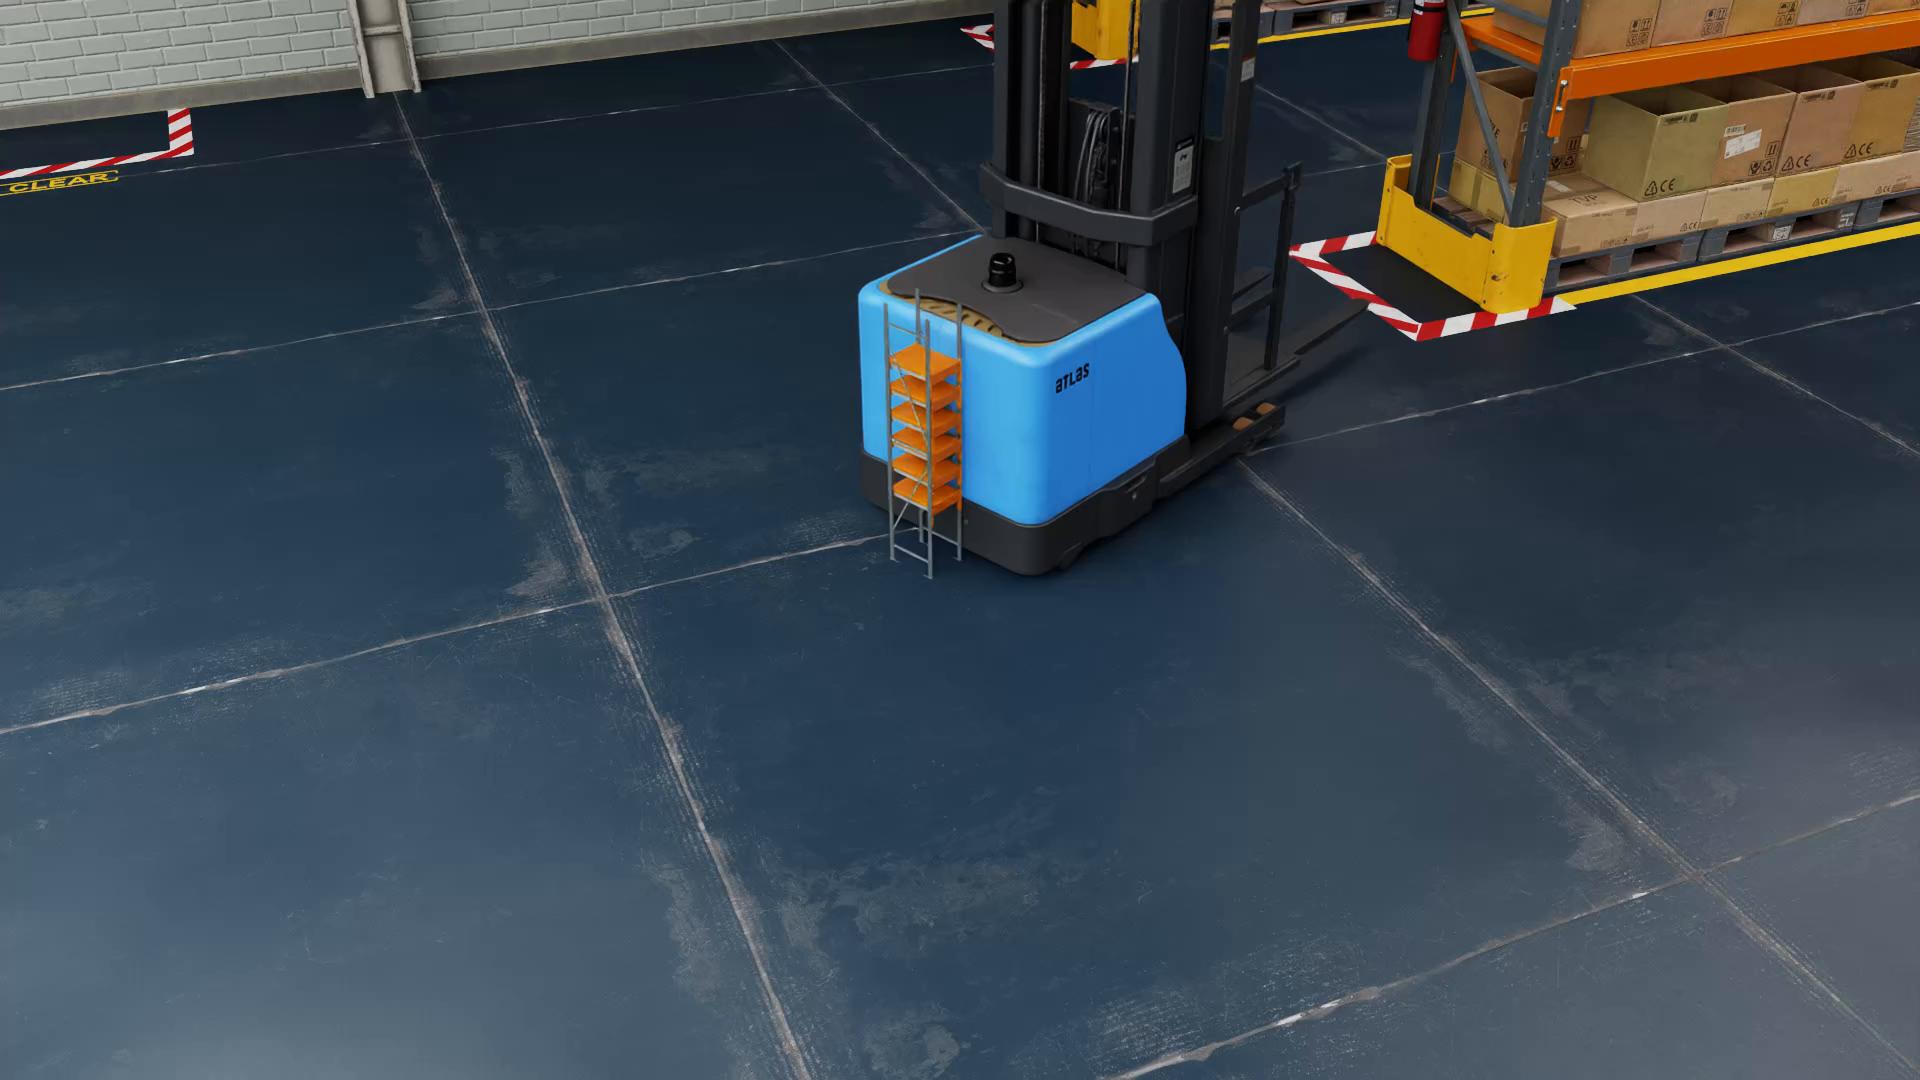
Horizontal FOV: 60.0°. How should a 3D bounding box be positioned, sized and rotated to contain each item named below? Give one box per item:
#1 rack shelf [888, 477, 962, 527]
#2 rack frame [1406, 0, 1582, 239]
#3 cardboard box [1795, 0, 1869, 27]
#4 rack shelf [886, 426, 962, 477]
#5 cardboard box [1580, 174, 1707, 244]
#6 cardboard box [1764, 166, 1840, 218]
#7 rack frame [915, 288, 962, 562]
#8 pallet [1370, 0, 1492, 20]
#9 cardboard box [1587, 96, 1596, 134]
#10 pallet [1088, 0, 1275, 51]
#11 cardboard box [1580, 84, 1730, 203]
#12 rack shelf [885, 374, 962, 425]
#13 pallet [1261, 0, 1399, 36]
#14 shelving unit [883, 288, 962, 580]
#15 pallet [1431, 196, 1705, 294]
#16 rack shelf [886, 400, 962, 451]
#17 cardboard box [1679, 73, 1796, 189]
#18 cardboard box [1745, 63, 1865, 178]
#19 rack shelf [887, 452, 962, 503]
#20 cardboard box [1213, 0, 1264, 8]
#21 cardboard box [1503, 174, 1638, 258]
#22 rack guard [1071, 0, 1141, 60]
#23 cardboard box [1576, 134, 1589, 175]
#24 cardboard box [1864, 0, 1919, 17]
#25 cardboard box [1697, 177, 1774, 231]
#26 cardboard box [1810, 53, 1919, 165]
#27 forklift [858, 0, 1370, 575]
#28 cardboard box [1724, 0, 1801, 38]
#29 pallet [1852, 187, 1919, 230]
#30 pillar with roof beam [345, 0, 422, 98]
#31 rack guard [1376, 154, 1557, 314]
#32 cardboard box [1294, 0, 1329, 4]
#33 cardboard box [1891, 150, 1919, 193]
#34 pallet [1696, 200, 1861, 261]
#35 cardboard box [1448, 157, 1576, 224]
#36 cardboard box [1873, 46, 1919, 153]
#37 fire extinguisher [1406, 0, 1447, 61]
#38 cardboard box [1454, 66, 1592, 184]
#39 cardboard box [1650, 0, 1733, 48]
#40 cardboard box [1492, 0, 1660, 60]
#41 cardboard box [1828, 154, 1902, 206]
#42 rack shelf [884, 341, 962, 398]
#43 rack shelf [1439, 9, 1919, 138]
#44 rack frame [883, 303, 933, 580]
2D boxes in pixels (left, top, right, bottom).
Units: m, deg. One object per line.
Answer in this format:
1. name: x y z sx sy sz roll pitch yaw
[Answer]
1. rack shelf: -0.146 -0.176 6.942 0.258 0.103 0.180 26 41 34
2. rack frame: 2.894 -2.827 8.844 0.127 3.000 1.000 -13 35 -19
3. cardboard box: 4.756 -3.289 9.463 0.500 0.500 0.700 -12 35 -18
4. rack shelf: -0.146 -0.377 6.811 0.258 0.103 0.180 26 41 34
5. cardboard box: 3.934 -1.959 9.647 0.500 0.250 0.500 -13 35 -19
6. cardboard box: 4.858 -2.167 9.967 0.500 0.250 0.500 -13 35 -19
7. rack frame: -0.085 -0.452 6.844 0.240 1.200 0.006 26 41 34
8. pallet: 4.055 -4.833 14.484 1.213 0.211 1.003 -13 35 -19
9. cardboard box: 4.189 -2.646 10.015 0.500 0.500 0.500 -13 35 -19
10. pallet: 1.806 -4.318 13.693 1.213 0.211 1.003 -13 35 -19
11. cardboard box: 3.935 -2.272 9.441 0.500 0.500 0.500 -13 35 -19
12. rack shelf: -0.146 -0.578 6.680 0.258 0.103 0.180 26 41 34
13. pallet: 2.929 -4.573 14.085 1.213 0.211 1.003 -13 35 -19
14. shelving unit: -0.146 -0.414 6.786 0.258 1.200 0.189 26 41 34
15. pallet: 3.583 -1.840 9.885 1.213 0.211 1.003 -13 35 -19
16. rack shelf: -0.146 -0.478 6.745 0.258 0.103 0.180 26 41 34
17. cardboard box: 4.391 -2.384 9.613 0.500 0.500 0.500 -13 35 -19
18. cardboard box: 4.859 -2.481 9.762 0.500 0.500 0.500 -13 35 -19
19. rack shelf: -0.146 -0.277 6.876 0.258 0.103 0.180 26 41 34
20. cardboard box: 2.171 -4.595 13.624 0.500 0.311 0.500 -10 34 -15
21. cardboard box: 3.474 -1.852 9.481 0.500 0.250 0.500 -13 35 -19
22. rack guard: 1.043 -4.285 13.378 0.348 0.500 1.175 -13 35 -19
23. cardboard box: 3.730 -2.224 10.053 0.500 0.250 0.500 -13 35 -19
24. cardboard box: 5.227 -3.398 9.630 0.500 0.500 0.700 -12 35 -18
25. cardboard box: 4.395 -2.064 9.808 0.500 0.250 0.500 -13 35 -19
26. cardboard box: 5.314 -2.594 9.935 0.500 0.500 0.500 -13 35 -19
27. forklift: 0.914 -1.805 7.337 1.130 2.935 3.031 26 41 34
28. cardboard box: 4.272 -3.176 9.289 0.500 0.500 0.700 -13 35 -19
29. pallet: 5.833 -2.356 10.677 1.213 0.211 1.003 -13 35 -19
30. pillar with roof beam: -2.582 -4.983 6.657 0.400 9.000 9.100 -13 35 -19
31. rack guard: 2.872 -1.774 9.518 0.348 0.500 1.175 -13 35 -19
32. cardboard box: 2.867 -4.804 13.772 0.500 0.500 0.700 -15 36 -22
33. cardboard box: 5.774 -2.386 10.303 0.500 0.250 0.500 -13 35 -19
34. pallet: 4.706 -2.096 10.278 1.213 0.211 1.003 -13 35 -19
35. cardboard box: 3.274 -2.112 9.882 0.500 0.250 0.500 -13 35 -19
36. cardboard box: 5.773 -2.702 10.100 0.500 0.500 0.500 -13 35 -19
37. fire extinguisher: 2.605 -3.003 9.186 0.183 0.674 0.296 -13 35 -19
38. cardboard box: 3.273 -2.427 9.679 0.500 0.500 0.500 -13 35 -19
39. cardboard box: 3.812 -3.074 9.132 0.500 0.500 0.700 -12 35 -18
40. cardboard box: 3.329 -2.961 8.958 0.500 0.500 0.700 -13 35 -19
41. cardboard box: 5.319 -2.273 10.130 0.500 0.250 0.500 -13 35 -19
42. rack shelf: -0.146 -0.679 6.614 0.258 0.103 0.180 26 41 34
43. rack shelf: 4.738 -2.947 9.689 4.000 0.370 1.077 -13 35 -19
44. rack frame: -0.206 -0.377 6.729 0.240 1.200 0.006 26 41 34
